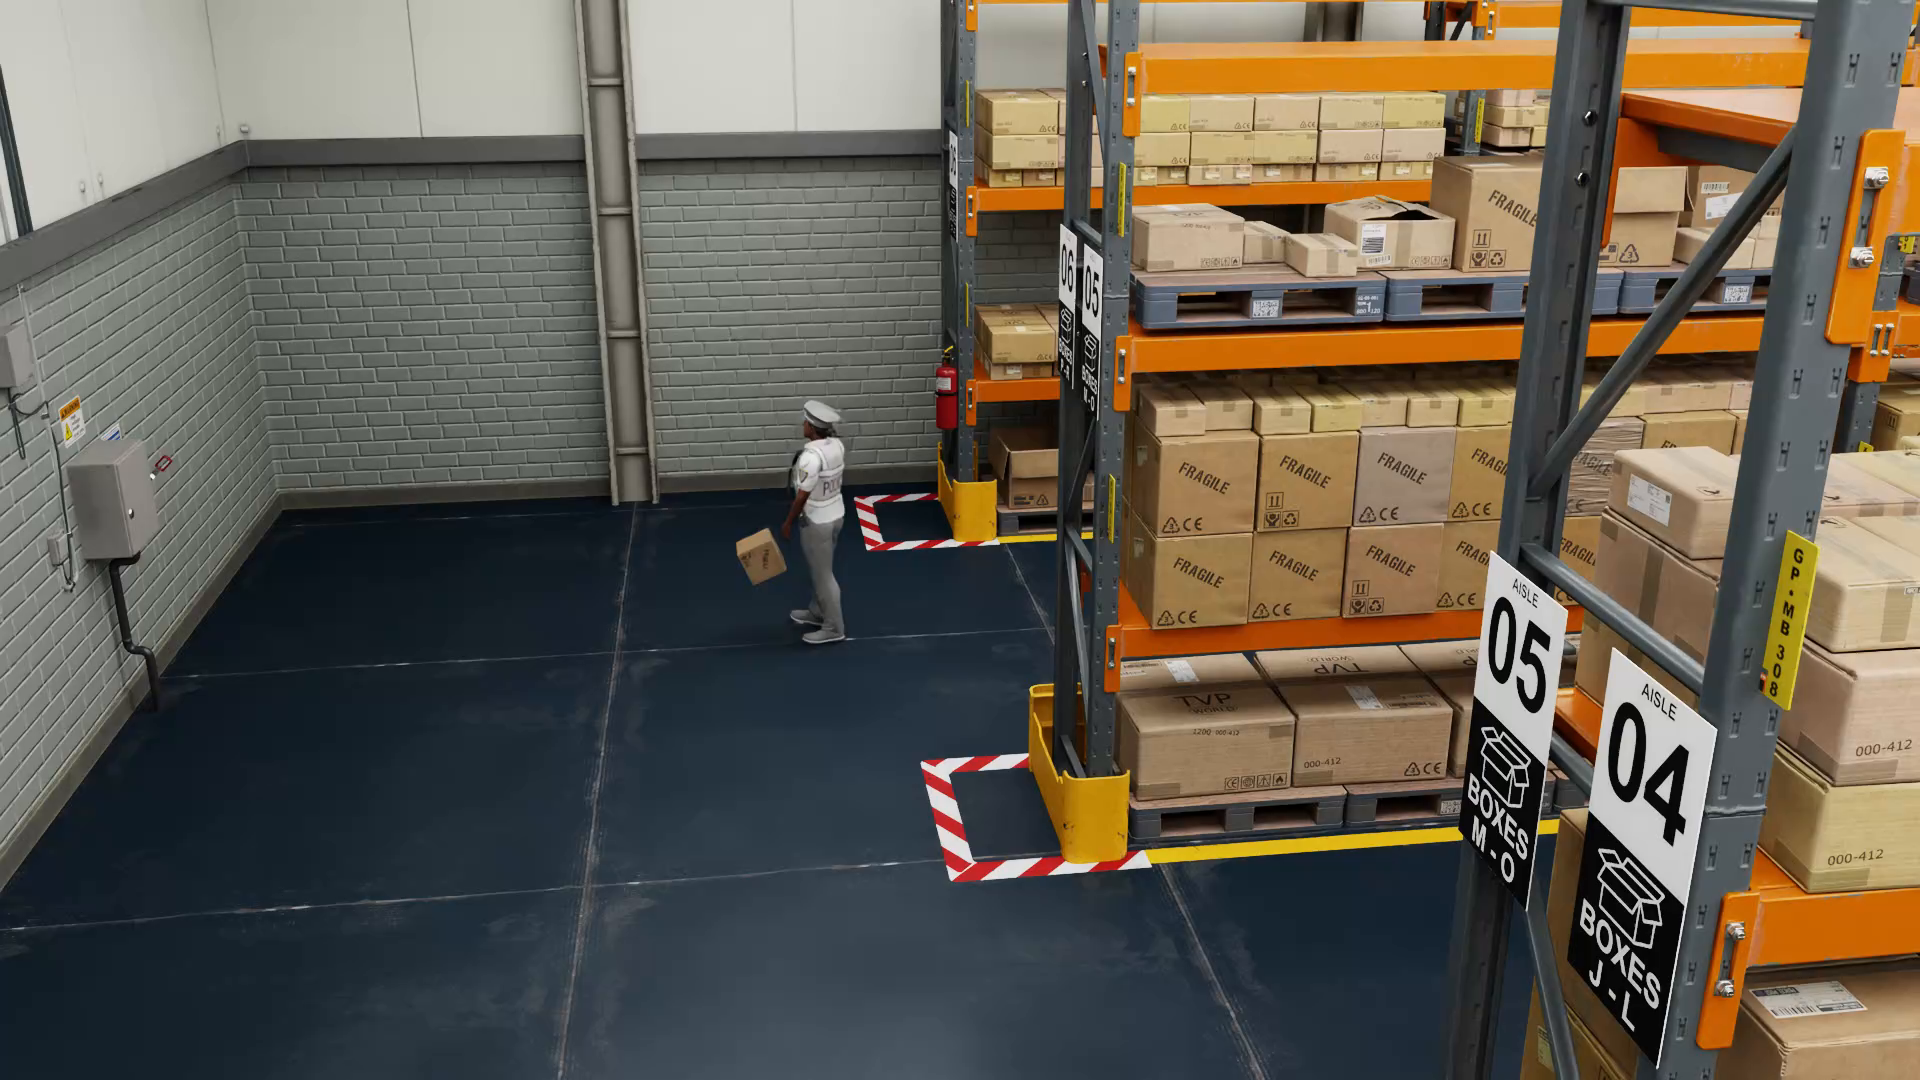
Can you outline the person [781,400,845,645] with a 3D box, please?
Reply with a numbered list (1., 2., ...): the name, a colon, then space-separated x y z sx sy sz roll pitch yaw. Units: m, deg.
1. person: -1.026 -0.144 11.402 0.542 1.687 0.524 9 22 22
